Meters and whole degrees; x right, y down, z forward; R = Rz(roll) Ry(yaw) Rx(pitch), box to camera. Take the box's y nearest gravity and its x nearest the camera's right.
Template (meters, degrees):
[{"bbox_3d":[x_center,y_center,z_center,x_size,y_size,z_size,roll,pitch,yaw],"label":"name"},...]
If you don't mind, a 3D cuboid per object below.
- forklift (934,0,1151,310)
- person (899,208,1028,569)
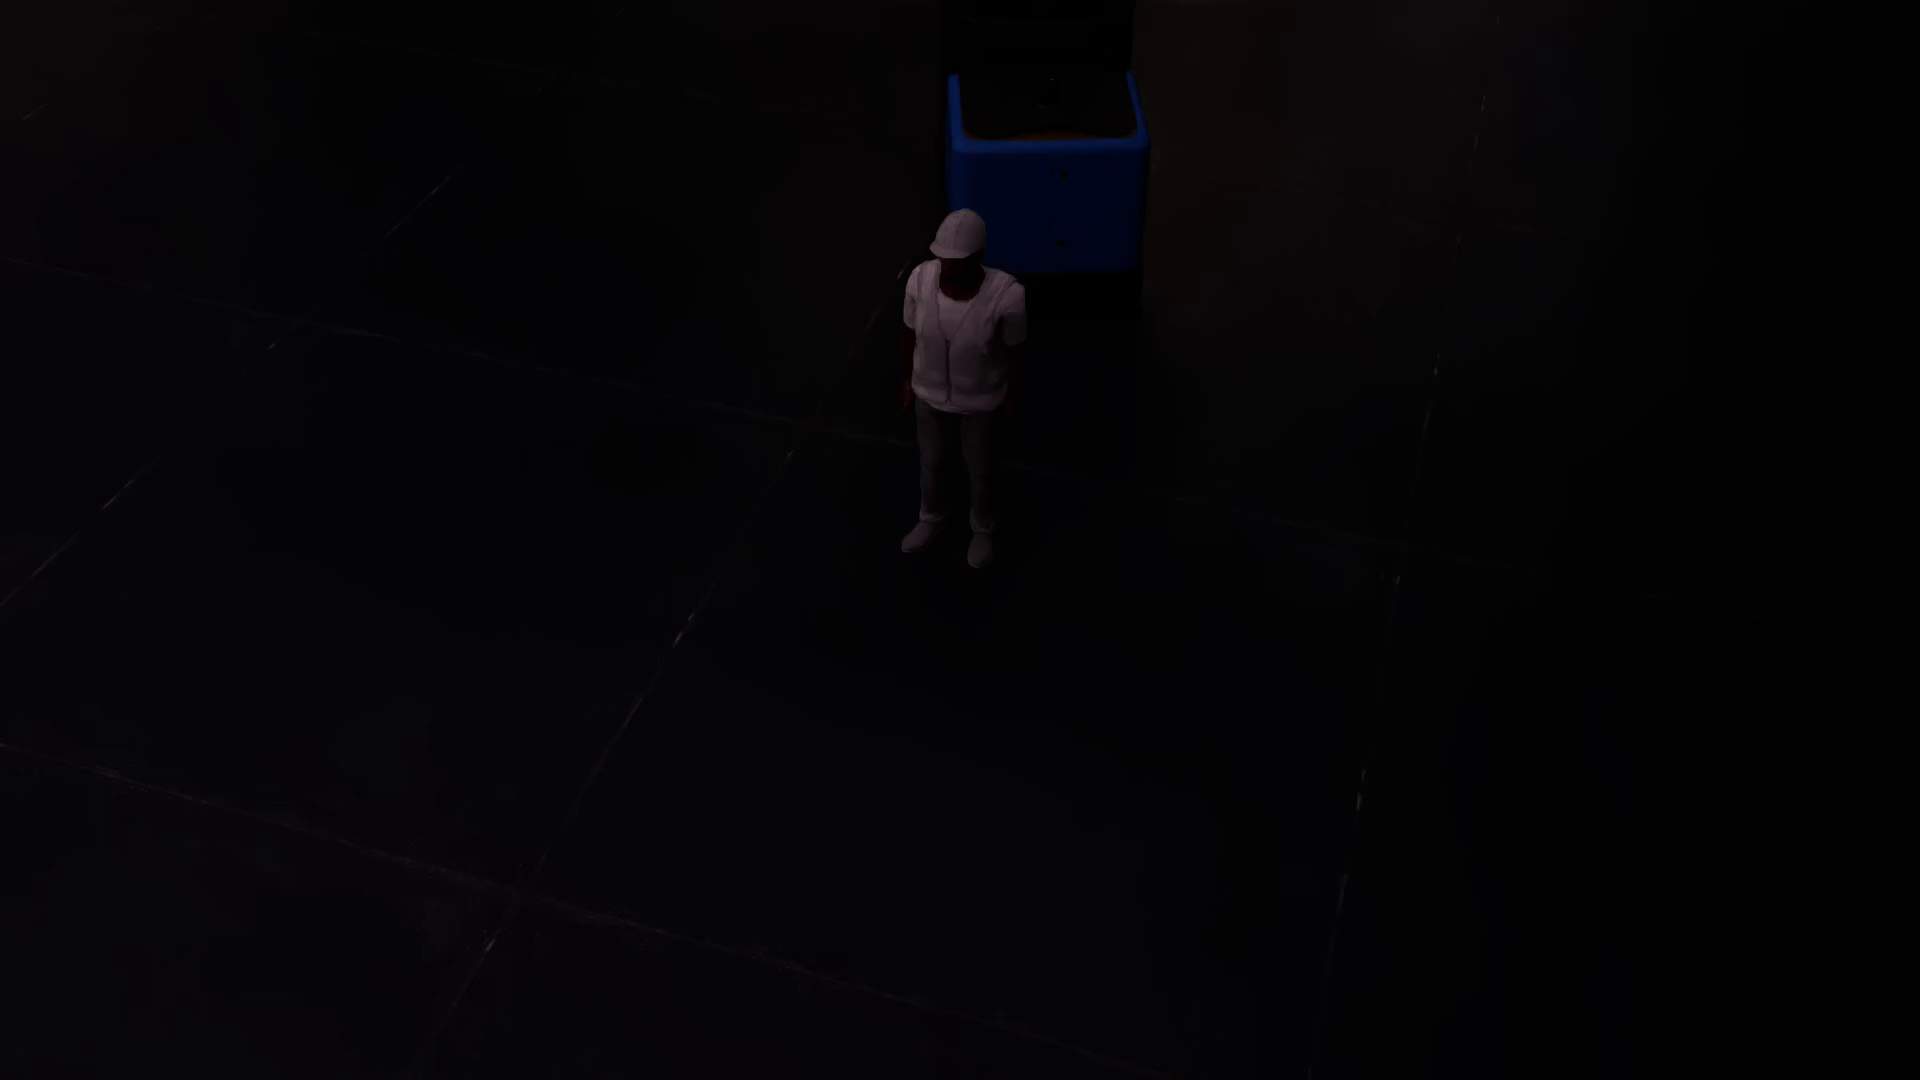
[{"bbox_3d":[0.413,-3.307,9.244,1.130,2.935,3.031,-2,43,-2],"label":"forklift"},{"bbox_3d":[-0.003,-0.639,7.229,0.559,1.771,0.367,12,44,13],"label":"person"}]
